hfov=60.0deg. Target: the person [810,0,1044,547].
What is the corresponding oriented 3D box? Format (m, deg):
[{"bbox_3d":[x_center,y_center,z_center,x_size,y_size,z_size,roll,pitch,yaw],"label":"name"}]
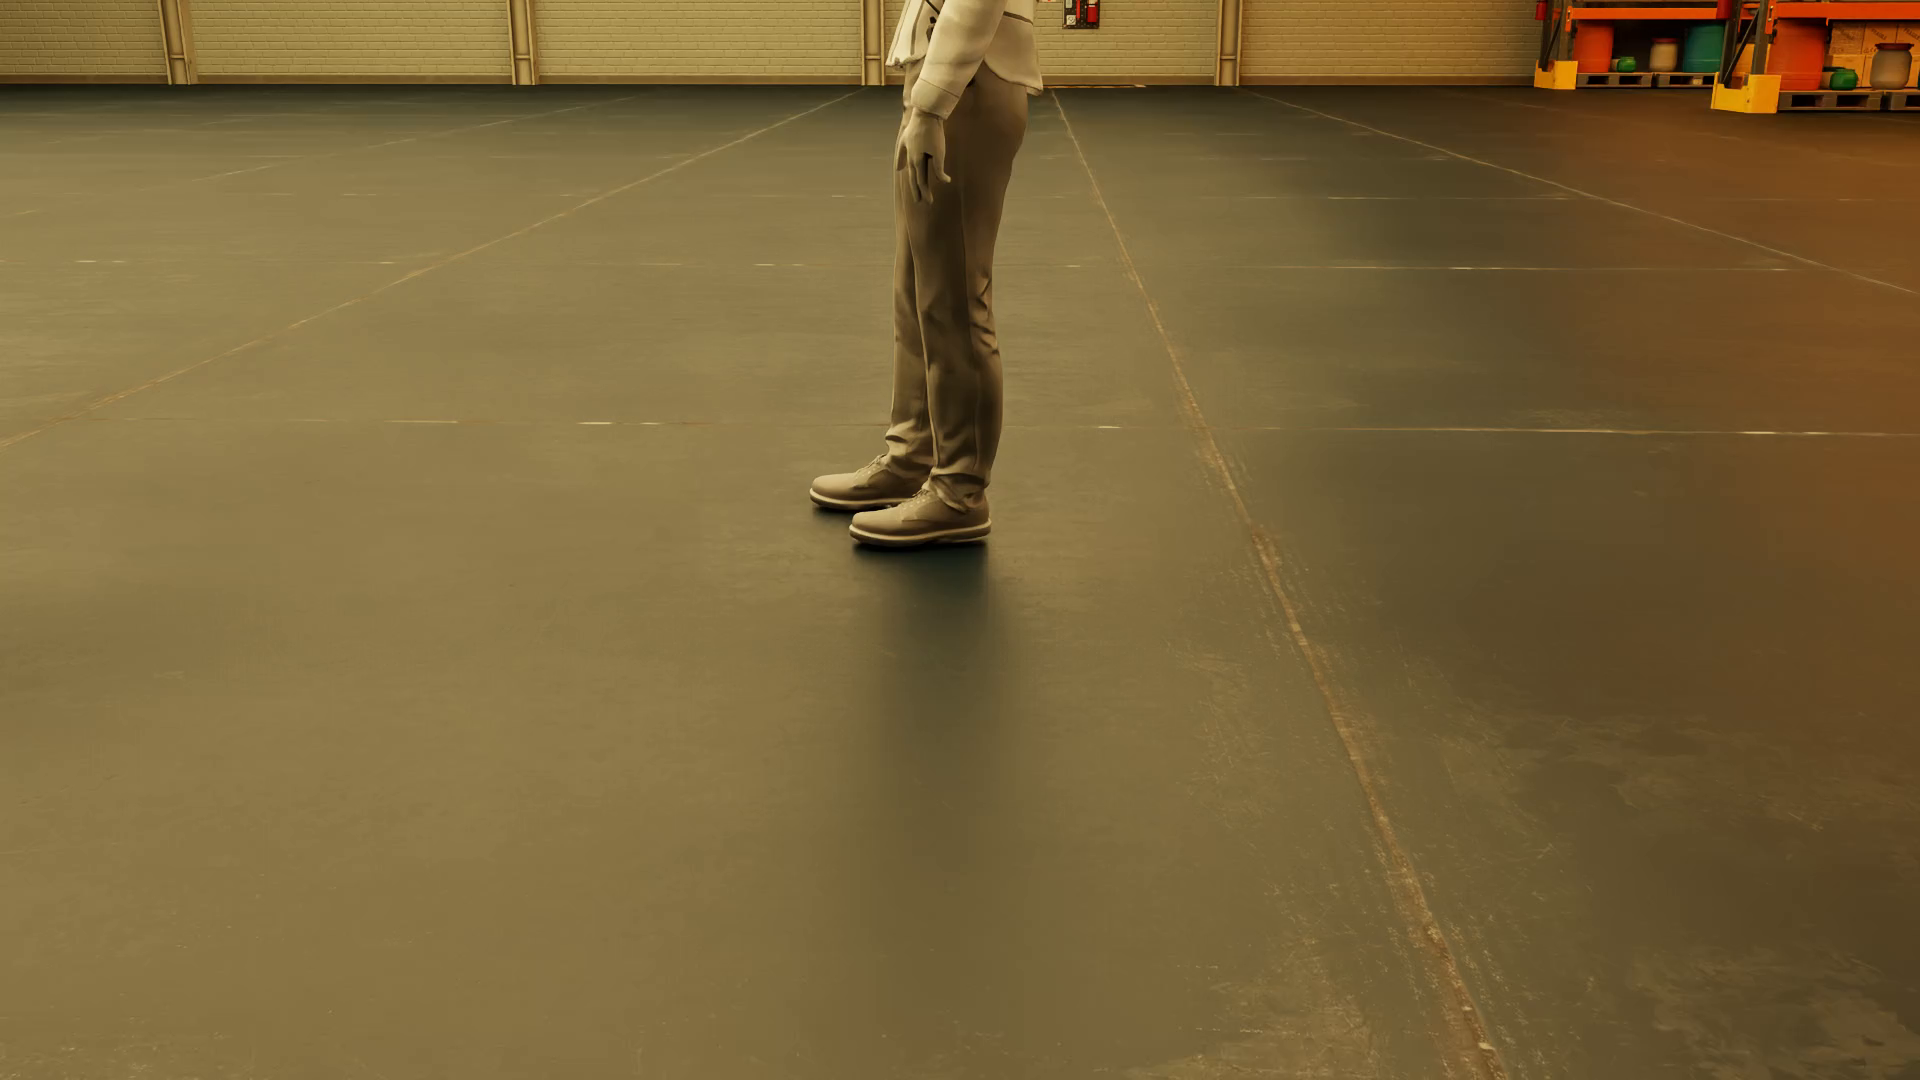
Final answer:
[{"bbox_3d":[-0.069,-0.819,3.127,0.530,1.694,0.586,1,17,2],"label":"person"}]
